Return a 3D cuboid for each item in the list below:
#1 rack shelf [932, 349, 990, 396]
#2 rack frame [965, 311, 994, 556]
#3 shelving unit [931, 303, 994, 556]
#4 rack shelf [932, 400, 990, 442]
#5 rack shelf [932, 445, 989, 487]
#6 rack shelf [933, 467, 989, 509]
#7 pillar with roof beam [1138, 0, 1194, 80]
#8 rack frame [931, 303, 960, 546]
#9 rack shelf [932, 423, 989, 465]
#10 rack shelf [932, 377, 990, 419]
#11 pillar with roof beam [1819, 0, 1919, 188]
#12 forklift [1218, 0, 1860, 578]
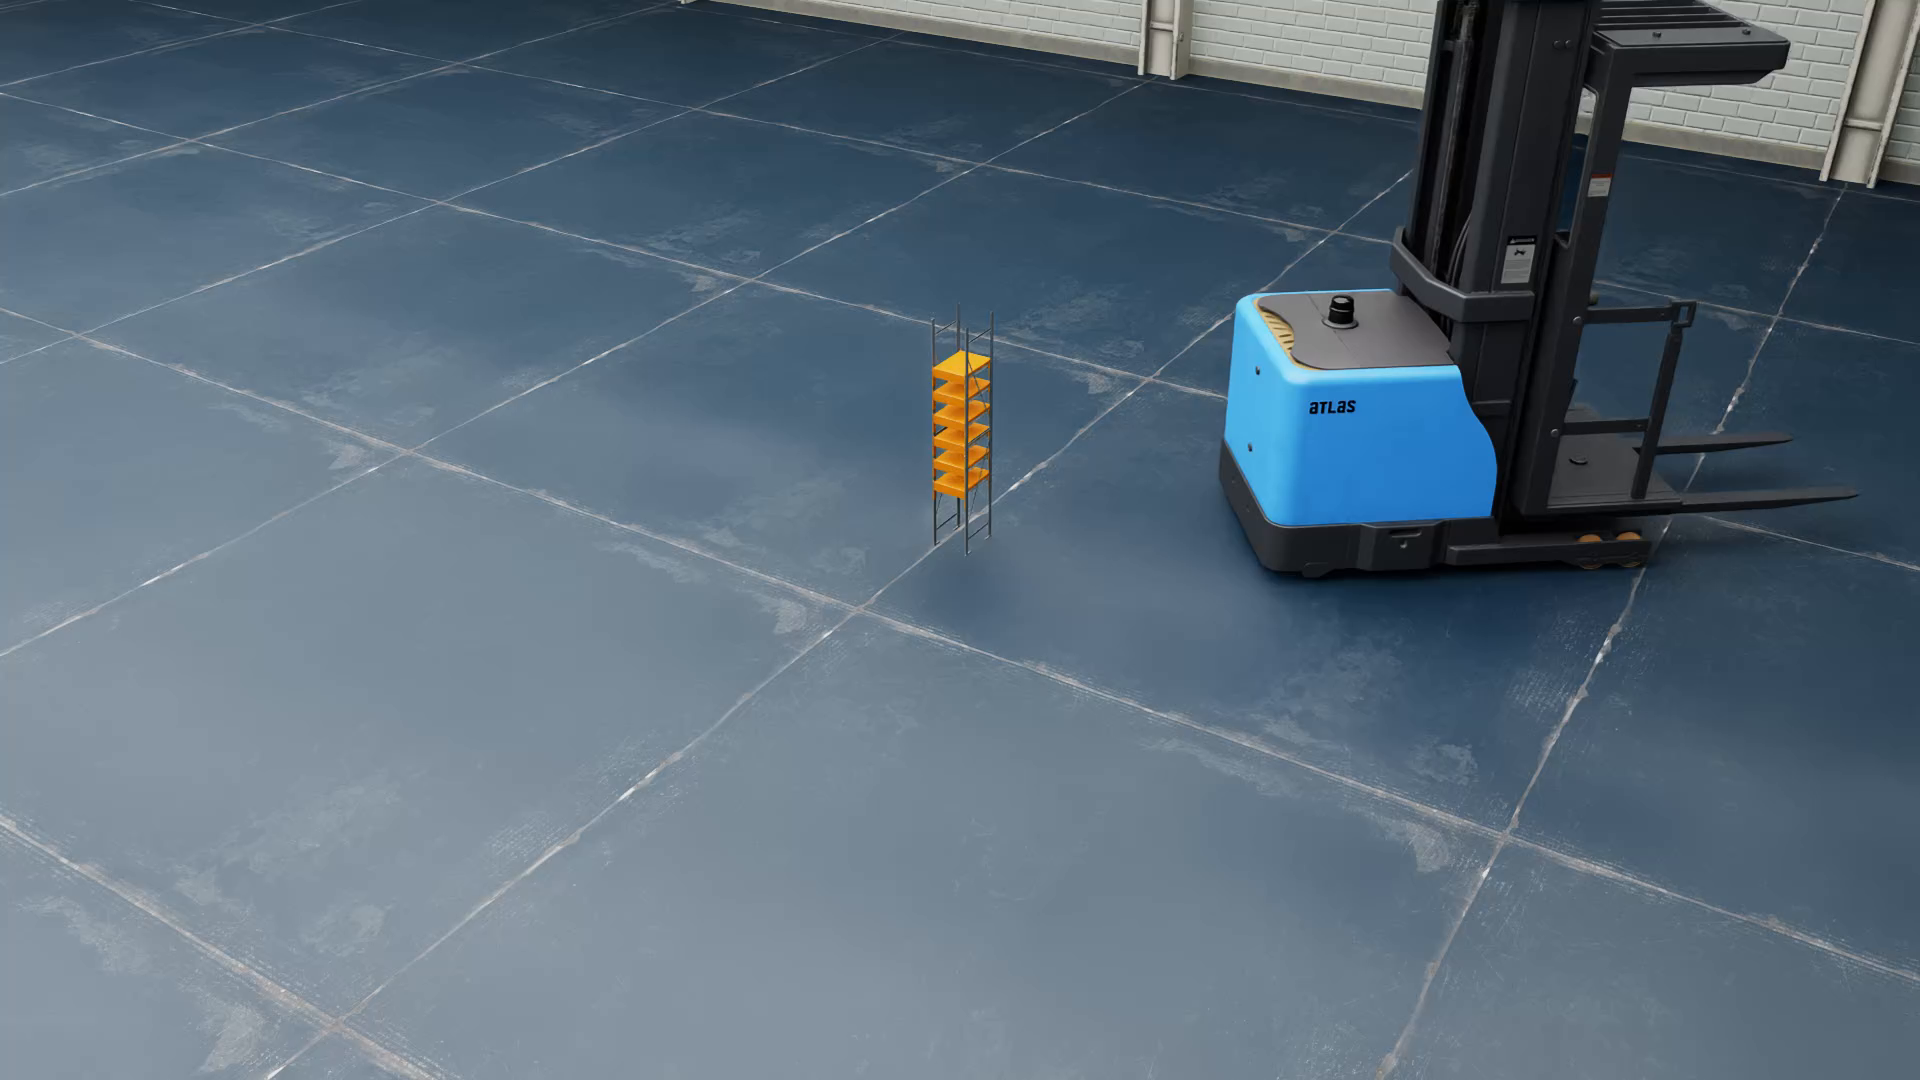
[{"bbox_3d":[0.012,-0.787,7.782,0.180,0.103,0.258,18,35,27],"label":"rack shelf"},{"bbox_3d":[0.090,-0.490,7.899,0.006,1.200,0.240,18,35,27],"label":"rack frame"},{"bbox_3d":[0.012,-0.514,7.941,0.189,1.200,0.258,18,35,27],"label":"shelving unit"},{"bbox_3d":[0.012,-0.580,7.903,0.180,0.103,0.258,18,35,27],"label":"rack shelf"},{"bbox_3d":[0.012,-0.372,8.024,0.180,0.103,0.258,18,35,27],"label":"rack shelf"},{"bbox_3d":[0.012,-0.269,8.084,0.180,0.103,0.258,18,35,27],"label":"rack shelf"},{"bbox_3d":[-0.344,-6.510,10.478,0.400,9.000,9.100,18,35,27],"label":"pillar with roof beam"},{"bbox_3d":[-0.065,-0.539,7.983,0.006,1.200,0.240,18,35,27],"label":"rack frame"},{"bbox_3d":[0.012,-0.476,7.963,0.180,0.103,0.258,18,35,27],"label":"rack shelf"},{"bbox_3d":[0.012,-0.683,7.842,0.180,0.103,0.258,18,35,27],"label":"rack shelf"},{"bbox_3d":[4.738,-4.902,7.723,0.400,9.000,9.100,18,35,27],"label":"pillar with roof beam"},{"bbox_3d":[2.895,-1.388,7.720,3.031,2.935,1.130,-3,30,-5],"label":"forklift"}]
